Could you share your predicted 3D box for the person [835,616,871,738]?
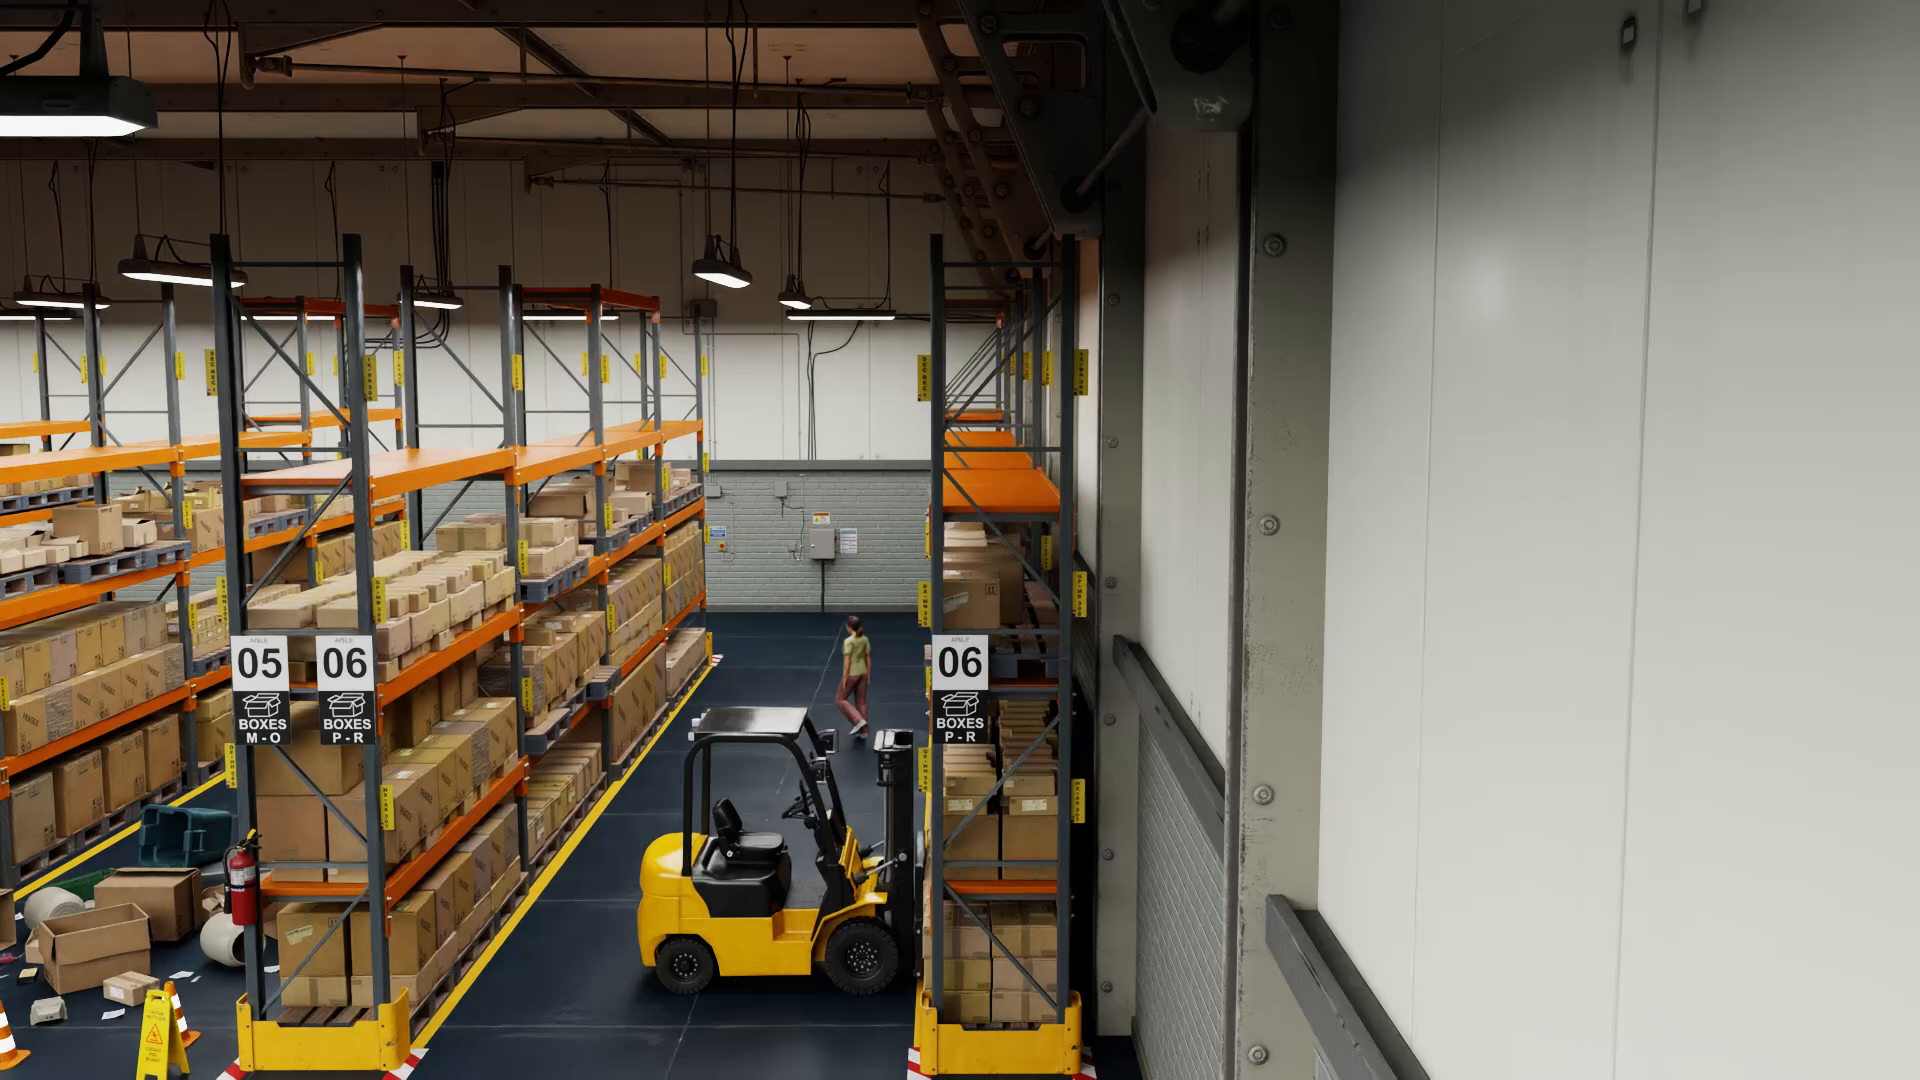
[{"bbox_3d":[-1.381,1.856,22.417,0.509,1.670,0.489,6,9,43],"label":"person"}]
